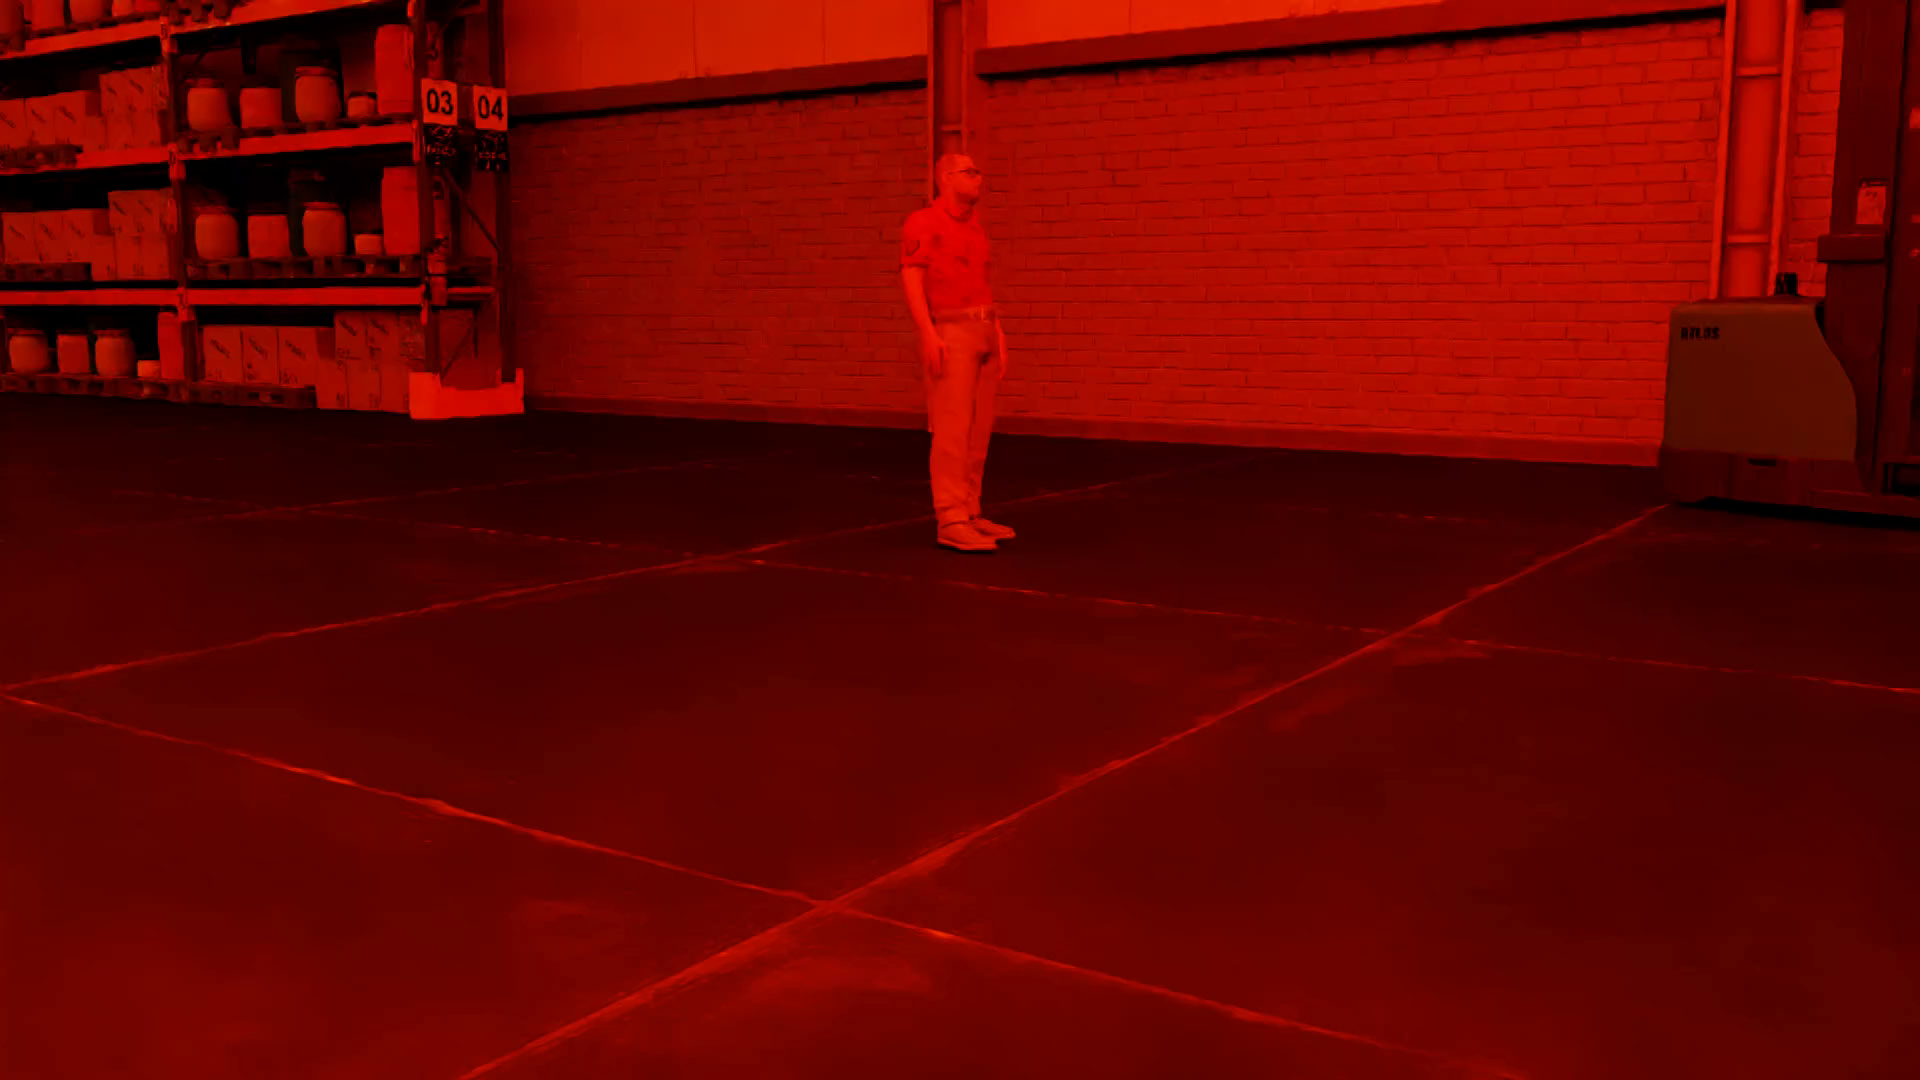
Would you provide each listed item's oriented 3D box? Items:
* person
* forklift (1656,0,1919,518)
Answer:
[{"bbox_3d":[0.068,-0.855,7.421,0.550,1.726,0.640,5,10,34],"label":"person"},{"bbox_3d":[5.017,-1.514,7.841,1.130,2.935,3.031,-6,10,-36],"label":"forklift"}]
